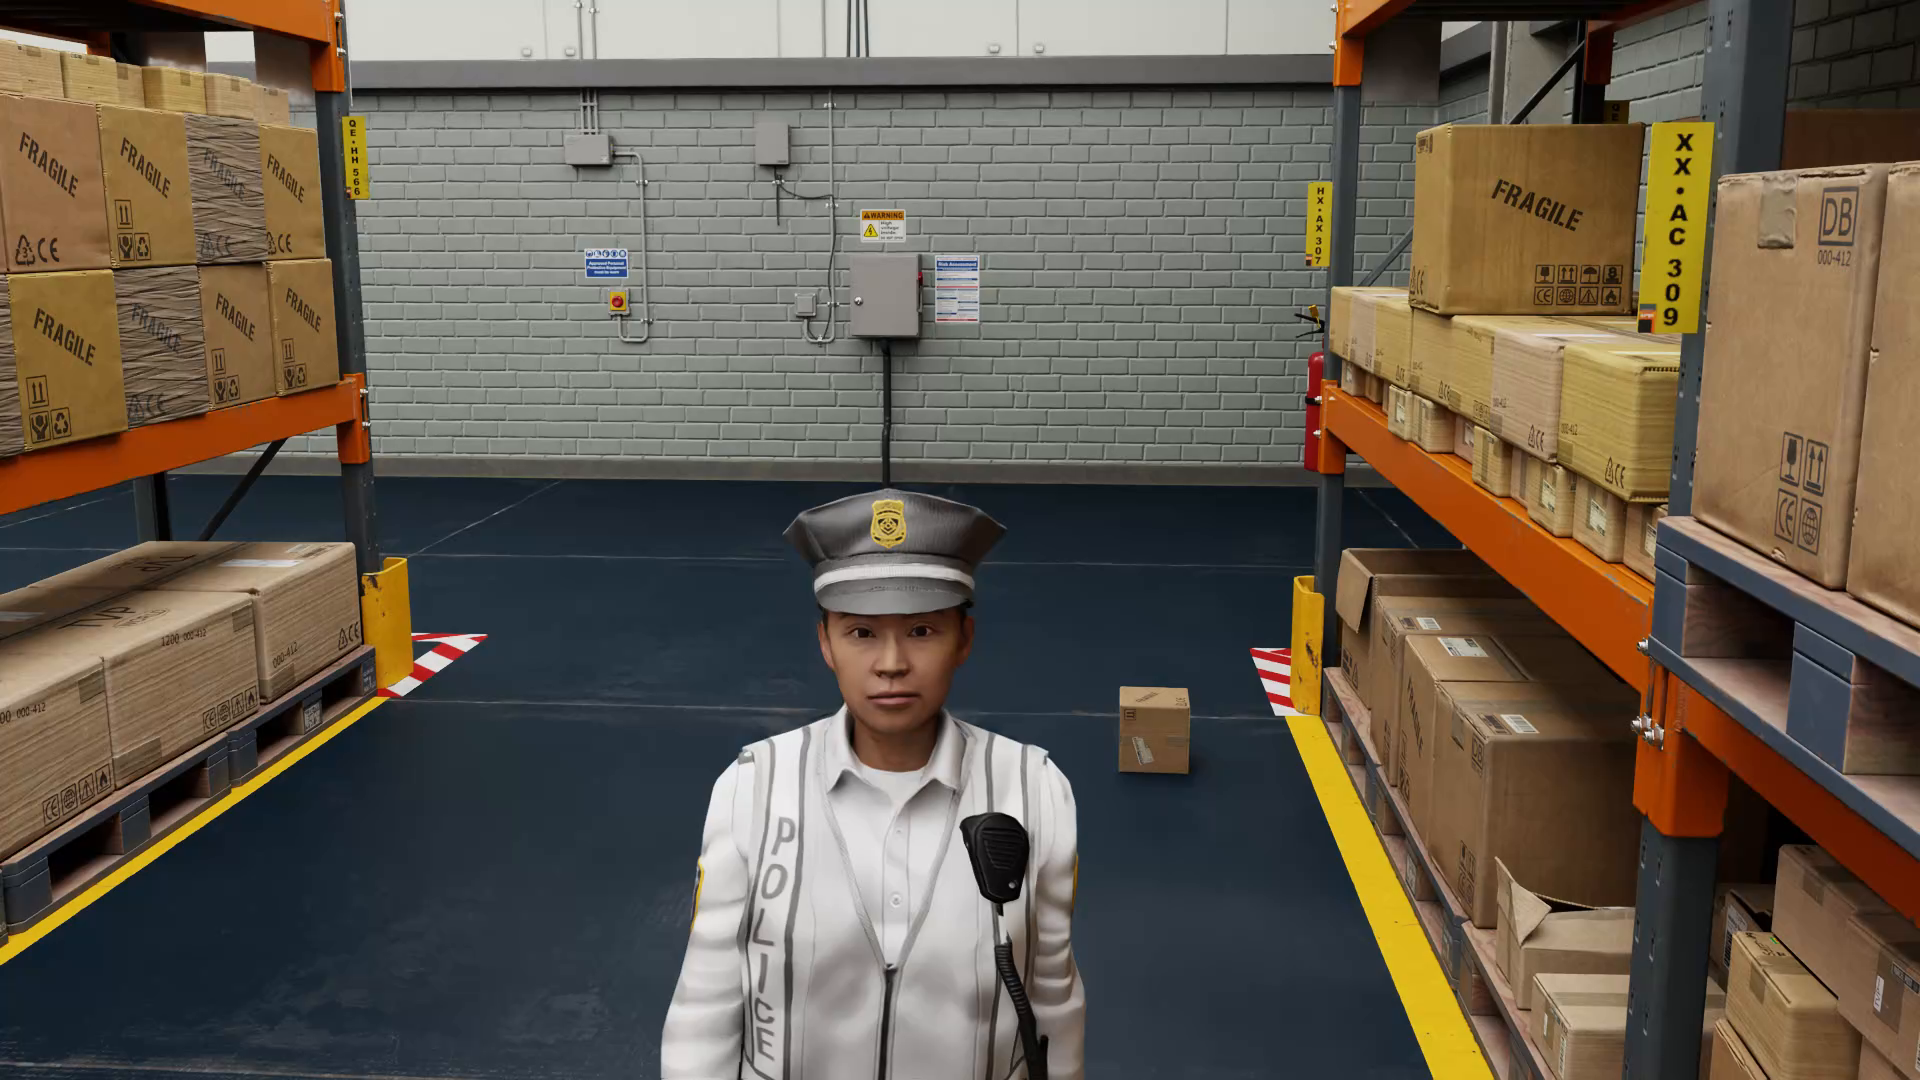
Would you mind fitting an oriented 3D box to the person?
[{"bbox_3d":[-0.095,0.745,1.936,0.483,1.645,0.948,1,11,3],"label":"person"}]
